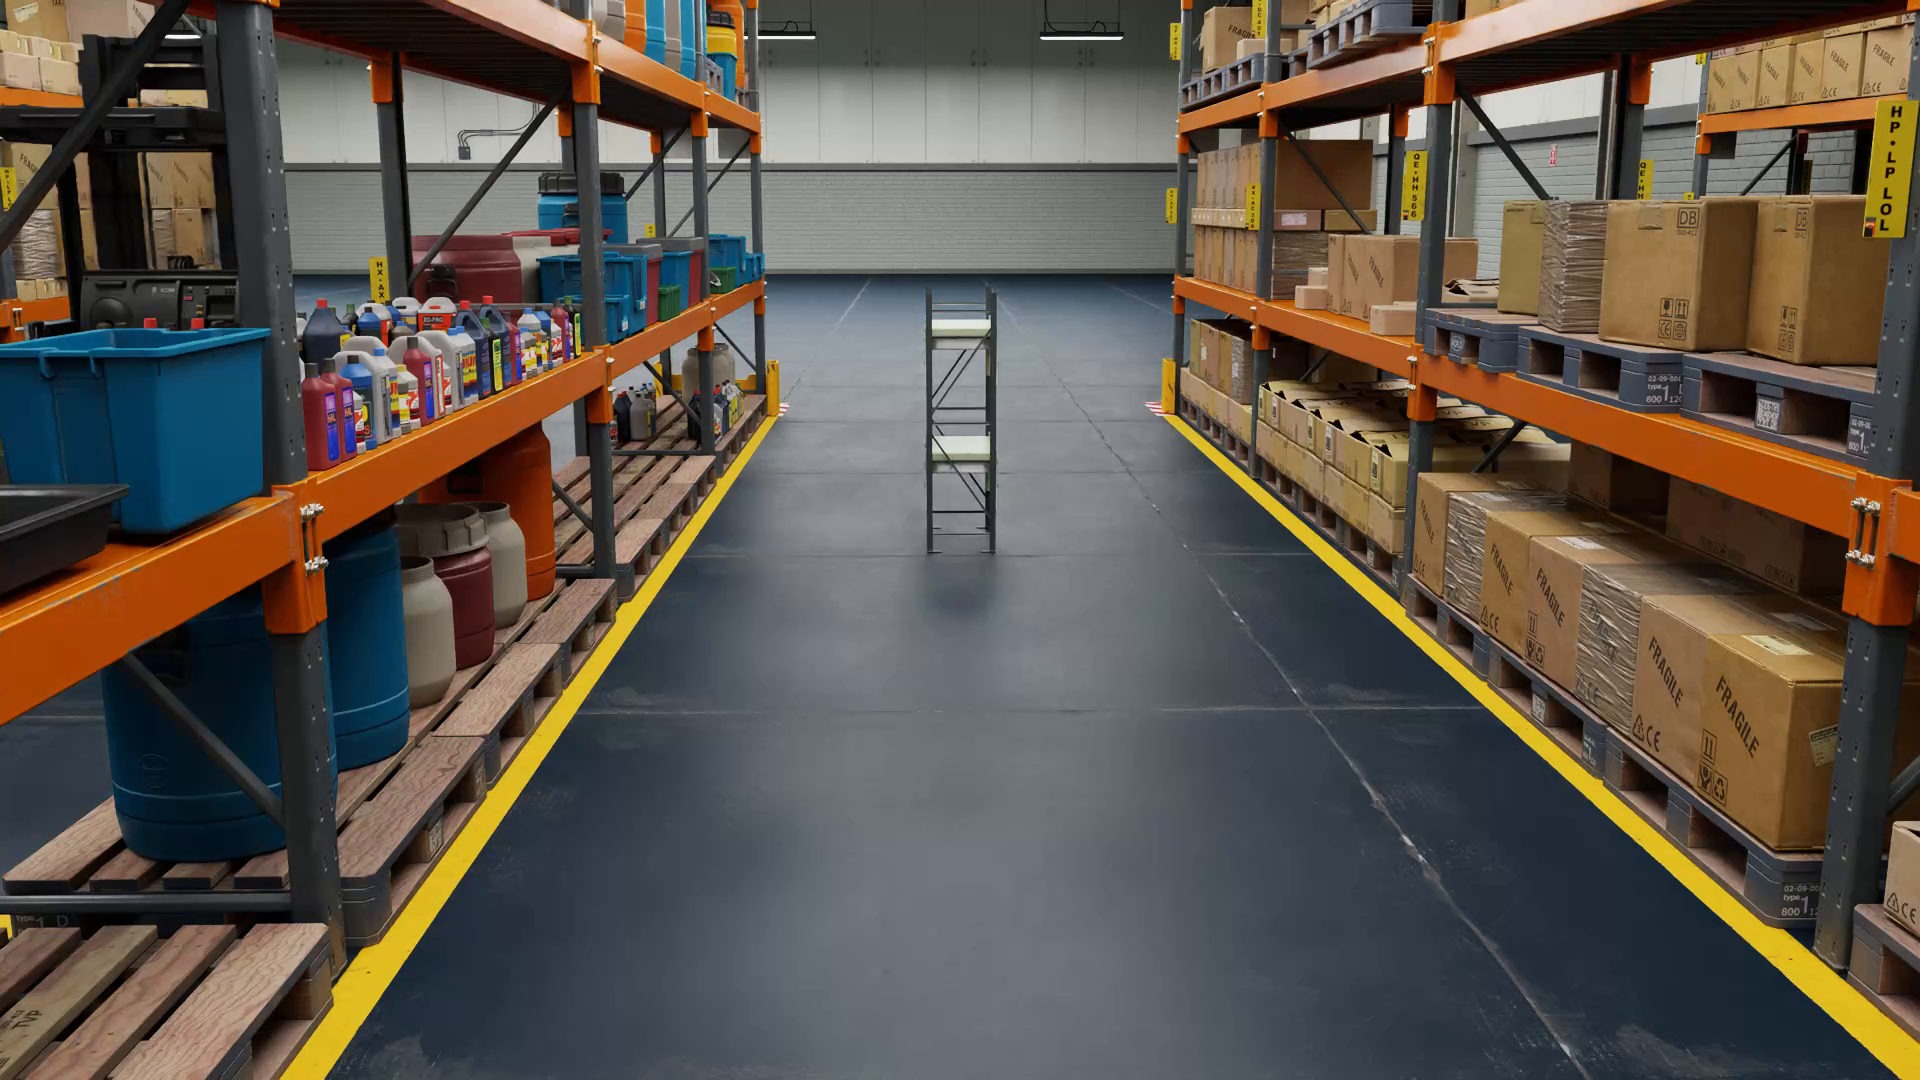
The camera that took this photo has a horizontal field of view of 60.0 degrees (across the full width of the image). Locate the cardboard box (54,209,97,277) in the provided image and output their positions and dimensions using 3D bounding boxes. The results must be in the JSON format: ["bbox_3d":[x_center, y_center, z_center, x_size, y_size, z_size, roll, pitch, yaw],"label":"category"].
[{"bbox_3d":[-7.175,-2.271,12.708,0.875,0.500,0.500,0,11,-1],"label":"cardboard box"}]

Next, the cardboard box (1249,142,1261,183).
[{"bbox_3d":[2.625,-2.800,12.803,0.700,0.500,0.500,0,11,-1],"label":"cardboard box"}]

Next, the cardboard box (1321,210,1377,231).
[{"bbox_3d":[2.840,-2.348,12.205,0.380,0.149,0.250,0,11,-1],"label":"cardboard box"}]

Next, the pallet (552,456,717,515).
[{"bbox_3d":[-2.245,-0.385,11.424,1.003,0.211,1.213,0,11,-1],"label":"pallet"}]

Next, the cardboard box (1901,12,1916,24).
[{"bbox_3d":[7.323,-4.065,12.192,0.500,0.500,0.500,-1,12,-6],"label":"cardboard box"}]

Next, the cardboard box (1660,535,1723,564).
[{"bbox_3d":[3.016,0.270,6.365,0.500,0.500,0.500,-1,11,-3],"label":"cardboard box"}]

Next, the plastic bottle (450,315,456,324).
[{"bbox_3d":[-1.899,-0.712,6.316,0.061,0.283,0.133,0,11,-1],"label":"plastic bottle"}]

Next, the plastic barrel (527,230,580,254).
[{"bbox_3d":[-2.485,-1.637,10.241,0.433,0.535,0.433,0,11,0],"label":"plastic barrel"}]

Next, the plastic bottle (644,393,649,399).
[{"bbox_3d":[-2.510,-1.026,13.298,0.061,0.283,0.133,0,11,-1],"label":"plastic bottle"}]

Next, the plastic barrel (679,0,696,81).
[{"bbox_3d":[-2.073,-3.523,11.073,0.600,0.901,0.708,0,11,-1],"label":"plastic barrel"}]

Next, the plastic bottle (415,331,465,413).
[{"bbox_3d":[-1.787,-0.580,5.685,0.152,0.276,0.135,0,11,-1],"label":"plastic bottle"}]

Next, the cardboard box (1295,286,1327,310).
[{"bbox_3d":[2.466,-1.627,11.164,0.380,0.149,0.250,0,11,-1],"label":"cardboard box"}]

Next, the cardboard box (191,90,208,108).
[{"bbox_3d":[-7.071,-3.984,14.984,0.500,0.250,0.500,0,11,0],"label":"cardboard box"}]

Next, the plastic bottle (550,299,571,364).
[{"bbox_3d":[-1.778,-0.930,7.394,0.061,0.283,0.133,0,11,-1],"label":"plastic bottle"}]

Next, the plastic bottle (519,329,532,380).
[{"bbox_3d":[-1.782,-0.751,6.716,0.097,0.201,0.097,0,11,0],"label":"plastic bottle"}]

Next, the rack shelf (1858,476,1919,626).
[{"bbox_3d":[2.859,0.414,2.285,1.077,0.370,4.000,0,11,-1],"label":"rack shelf"}]

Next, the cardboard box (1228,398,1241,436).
[{"bbox_3d":[2.424,-0.976,13.183,0.500,0.250,0.500,0,11,-1],"label":"cardboard box"}]

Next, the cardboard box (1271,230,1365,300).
[{"bbox_3d":[2.637,-2.064,12.437,0.700,0.500,0.500,-1,11,-3],"label":"cardboard box"}]

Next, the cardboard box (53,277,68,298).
[{"bbox_3d":[-6.981,-1.907,12.546,0.380,0.149,0.250,0,11,-1],"label":"cardboard box"}]

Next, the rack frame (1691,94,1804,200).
[{"bbox_3d":[7.522,-2.743,16.035,1.000,3.000,0.127,0,11,-1],"label":"rack frame"}]

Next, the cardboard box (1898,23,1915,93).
[{"bbox_3d":[7.347,-3.577,12.298,0.500,0.500,0.500,0,11,0],"label":"cardboard box"}]

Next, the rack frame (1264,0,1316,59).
[{"bbox_3d":[2.652,-4.867,11.415,1.000,3.000,0.127,0,11,-1],"label":"rack frame"}]

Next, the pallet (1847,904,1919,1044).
[{"bbox_3d":[2.831,1.167,3.778,1.003,0.211,1.213,0,11,-1],"label":"pallet"}]

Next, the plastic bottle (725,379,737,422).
[{"bbox_3d":[-1.919,-1.146,13.718,0.144,0.351,0.185,0,11,1],"label":"plastic bottle"}]

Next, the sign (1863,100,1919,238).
[{"bbox_3d":[2.263,-0.901,4.043,0.100,0.325,0.005,0,11,-1],"label":"sign"}]

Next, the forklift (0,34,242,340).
[{"bbox_3d":[-4.583,-1.356,9.371,1.130,2.935,3.031,0,11,-1],"label":"forklift"}]

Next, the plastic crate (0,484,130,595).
[{"bbox_3d":[-1.843,0.010,3.007,0.437,0.125,0.590,0,11,-1],"label":"plastic crate"}]

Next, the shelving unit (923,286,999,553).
[{"bbox_3d":[0.000,-0.736,9.917,0.431,1.500,0.755,0,11,-1],"label":"shelving unit"}]

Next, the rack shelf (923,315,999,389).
[{"bbox_3d":[0.000,-1.119,9.839,0.431,0.370,0.720,0,11,-1],"label":"rack shelf"}]

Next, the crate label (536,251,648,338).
[{"bbox_3d":[-1.968,-1.328,8.971,0.502,0.435,0.616,0,11,-1],"label":"crate label"}]

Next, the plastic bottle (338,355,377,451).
[{"bbox_3d":[-1.741,-0.397,4.796,0.097,0.271,0.097,0,11,0],"label":"plastic bottle"}]

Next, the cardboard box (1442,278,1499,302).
[{"bbox_3d":[2.910,-1.266,8.982,0.500,0.311,0.500,0,11,-2],"label":"cardboard box"}]

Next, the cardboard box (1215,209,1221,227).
[{"bbox_3d":[2.391,-2.754,14.206,0.380,0.149,0.250,0,11,-2],"label":"cardboard box"}]

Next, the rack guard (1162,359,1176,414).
[{"bbox_3d":[2.569,-1.502,16.203,1.175,0.500,0.348,0,11,-1],"label":"rack guard"}]

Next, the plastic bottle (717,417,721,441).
[{"bbox_3d":[-1.873,-0.857,12.670,0.097,0.201,0.097,0,11,0],"label":"plastic bottle"}]

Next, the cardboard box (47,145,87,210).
[{"bbox_3d":[-7.019,-2.761,12.612,0.500,0.500,0.500,0,11,-1],"label":"cardboard box"}]

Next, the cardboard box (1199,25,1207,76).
[{"bbox_3d":[2.577,-4.403,15.004,0.797,0.503,0.637,1,11,3],"label":"cardboard box"}]

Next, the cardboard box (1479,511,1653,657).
[{"bbox_3d":[2.480,0.173,6.841,0.500,0.500,0.500,0,11,-2],"label":"cardboard box"}]

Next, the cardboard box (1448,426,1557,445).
[{"bbox_3d":[2.998,-0.474,9.302,0.500,0.311,0.500,-1,11,-3],"label":"cardboard box"}]

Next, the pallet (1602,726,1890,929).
[{"bbox_3d":[2.763,0.869,5.247,1.003,0.211,1.213,0,11,-1],"label":"pallet"}]

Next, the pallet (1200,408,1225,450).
[{"bbox_3d":[2.649,-0.962,14.267,1.003,0.211,1.213,0,11,-1],"label":"pallet"}]

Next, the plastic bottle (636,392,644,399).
[{"bbox_3d":[-2.612,-1.049,13.431,0.152,0.276,0.135,0,11,0],"label":"plastic bottle"}]

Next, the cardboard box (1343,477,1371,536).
[{"bbox_3d":[2.466,-0.196,9.340,0.500,0.250,0.500,0,11,-2],"label":"cardboard box"}]

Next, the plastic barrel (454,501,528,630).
[{"bbox_3d":[-2.089,0.111,7.171,0.421,0.512,0.421,0,11,0],"label":"plastic barrel"}]

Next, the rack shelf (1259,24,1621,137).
[{"bbox_3d":[2.693,-2.647,9.825,1.077,0.370,4.000,0,11,-1],"label":"rack shelf"}]

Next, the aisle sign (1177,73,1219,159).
[{"bbox_3d":[2.262,-4.008,15.731,0.394,0.787,0.004,0,11,-1],"label":"aisle sign"}]

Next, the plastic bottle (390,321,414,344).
[{"bbox_3d":[-2.398,-0.840,7.152,0.097,0.201,0.097,0,11,0],"label":"plastic bottle"}]

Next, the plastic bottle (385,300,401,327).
[{"bbox_3d":[-2.557,-0.938,7.464,0.097,0.271,0.097,0,11,0],"label":"plastic bottle"}]

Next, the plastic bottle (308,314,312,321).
[{"bbox_3d":[-2.538,-0.755,6.558,0.097,0.271,0.097,0,11,0],"label":"plastic bottle"}]

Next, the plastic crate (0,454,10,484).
[{"bbox_3d":[-2.268,-0.124,3.638,0.396,0.136,0.243,0,11,-1],"label":"plastic crate"}]

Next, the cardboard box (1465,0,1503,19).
[{"bbox_3d":[2.778,-2.564,7.358,0.910,0.500,0.500,0,11,-1],"label":"cardboard box"}]

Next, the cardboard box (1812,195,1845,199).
[{"bbox_3d":[7.270,-2.544,13.494,0.500,0.500,0.500,-1,11,-3],"label":"cardboard box"}]

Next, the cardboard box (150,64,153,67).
[{"bbox_3d":[-7.104,-4.014,14.132,0.380,0.149,0.250,0,11,0],"label":"cardboard box"}]

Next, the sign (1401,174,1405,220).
[{"bbox_3d":[3.194,-2.460,11.925,0.100,0.325,0.005,0,11,-1],"label":"sign"}]

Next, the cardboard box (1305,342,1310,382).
[{"bbox_3d":[2.937,-1.345,13.119,0.500,0.500,0.500,0,11,-1],"label":"cardboard box"}]

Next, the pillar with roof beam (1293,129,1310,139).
[{"bbox_3d":[3.601,-10.301,38.199,9.100,9.000,0.548,0,11,-1],"label":"pillar with roof beam"}]

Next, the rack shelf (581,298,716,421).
[{"bbox_3d":[-2.259,-1.157,10.027,1.077,0.370,4.000,0,11,-1],"label":"rack shelf"}]

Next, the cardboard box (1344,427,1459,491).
[{"bbox_3d":[2.461,-0.471,9.286,0.500,0.311,0.500,0,11,-2],"label":"cardboard box"}]
